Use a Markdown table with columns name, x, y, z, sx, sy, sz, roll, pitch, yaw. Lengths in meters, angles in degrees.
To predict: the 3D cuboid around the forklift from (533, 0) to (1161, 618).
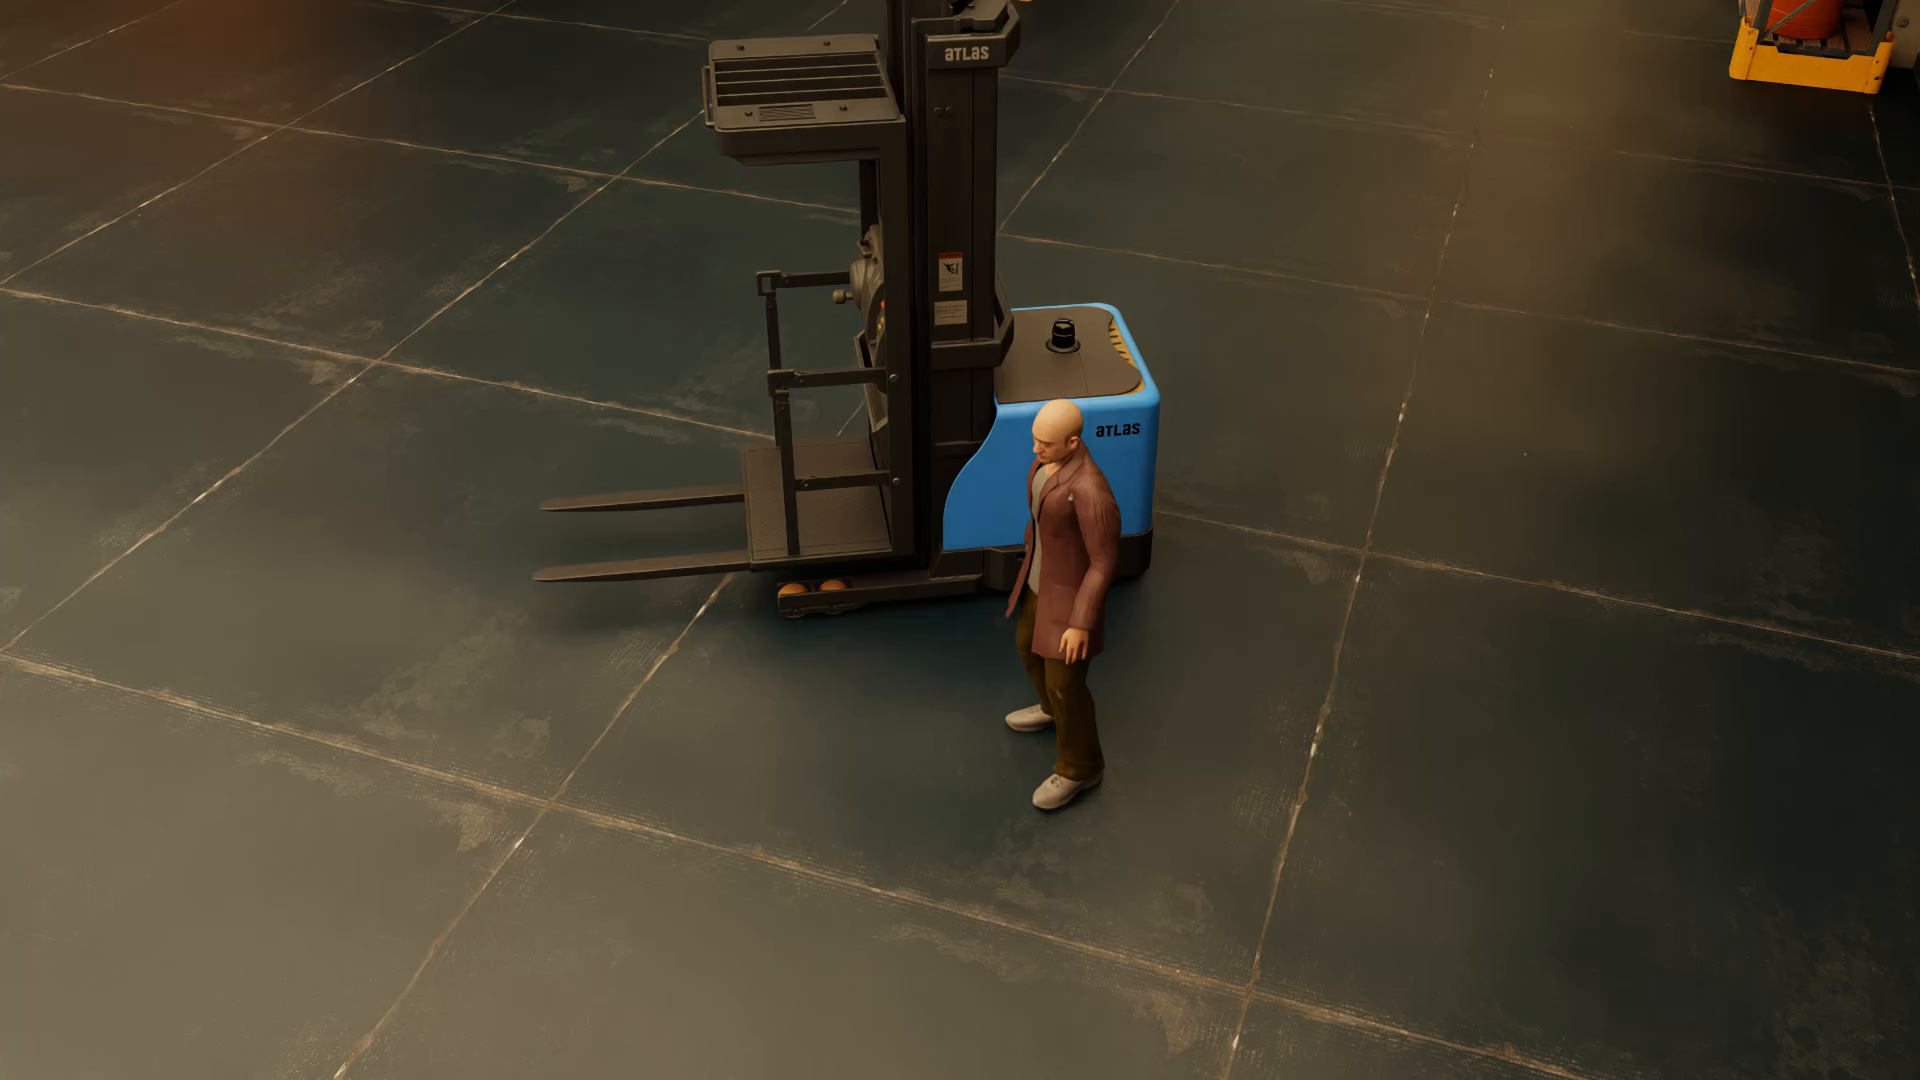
| name | x | y | z | sx | sy | sz | roll | pitch | yaw |
| --- | --- | --- | --- | --- | --- | --- | --- | --- | --- |
| forklift | -0.604 | -1.144 | 7.724 | 3.031 | 2.935 | 1.130 | -5 | 36 | -7 |

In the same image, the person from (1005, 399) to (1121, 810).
| name | x | y | z | sx | sy | sz | roll | pitch | yaw |
| --- | --- | --- | --- | --- | --- | --- | --- | --- | --- |
| person | 0.396 | 0.188 | 6.865 | 0.450 | 1.753 | 0.817 | -12 | 37 | -16 |
